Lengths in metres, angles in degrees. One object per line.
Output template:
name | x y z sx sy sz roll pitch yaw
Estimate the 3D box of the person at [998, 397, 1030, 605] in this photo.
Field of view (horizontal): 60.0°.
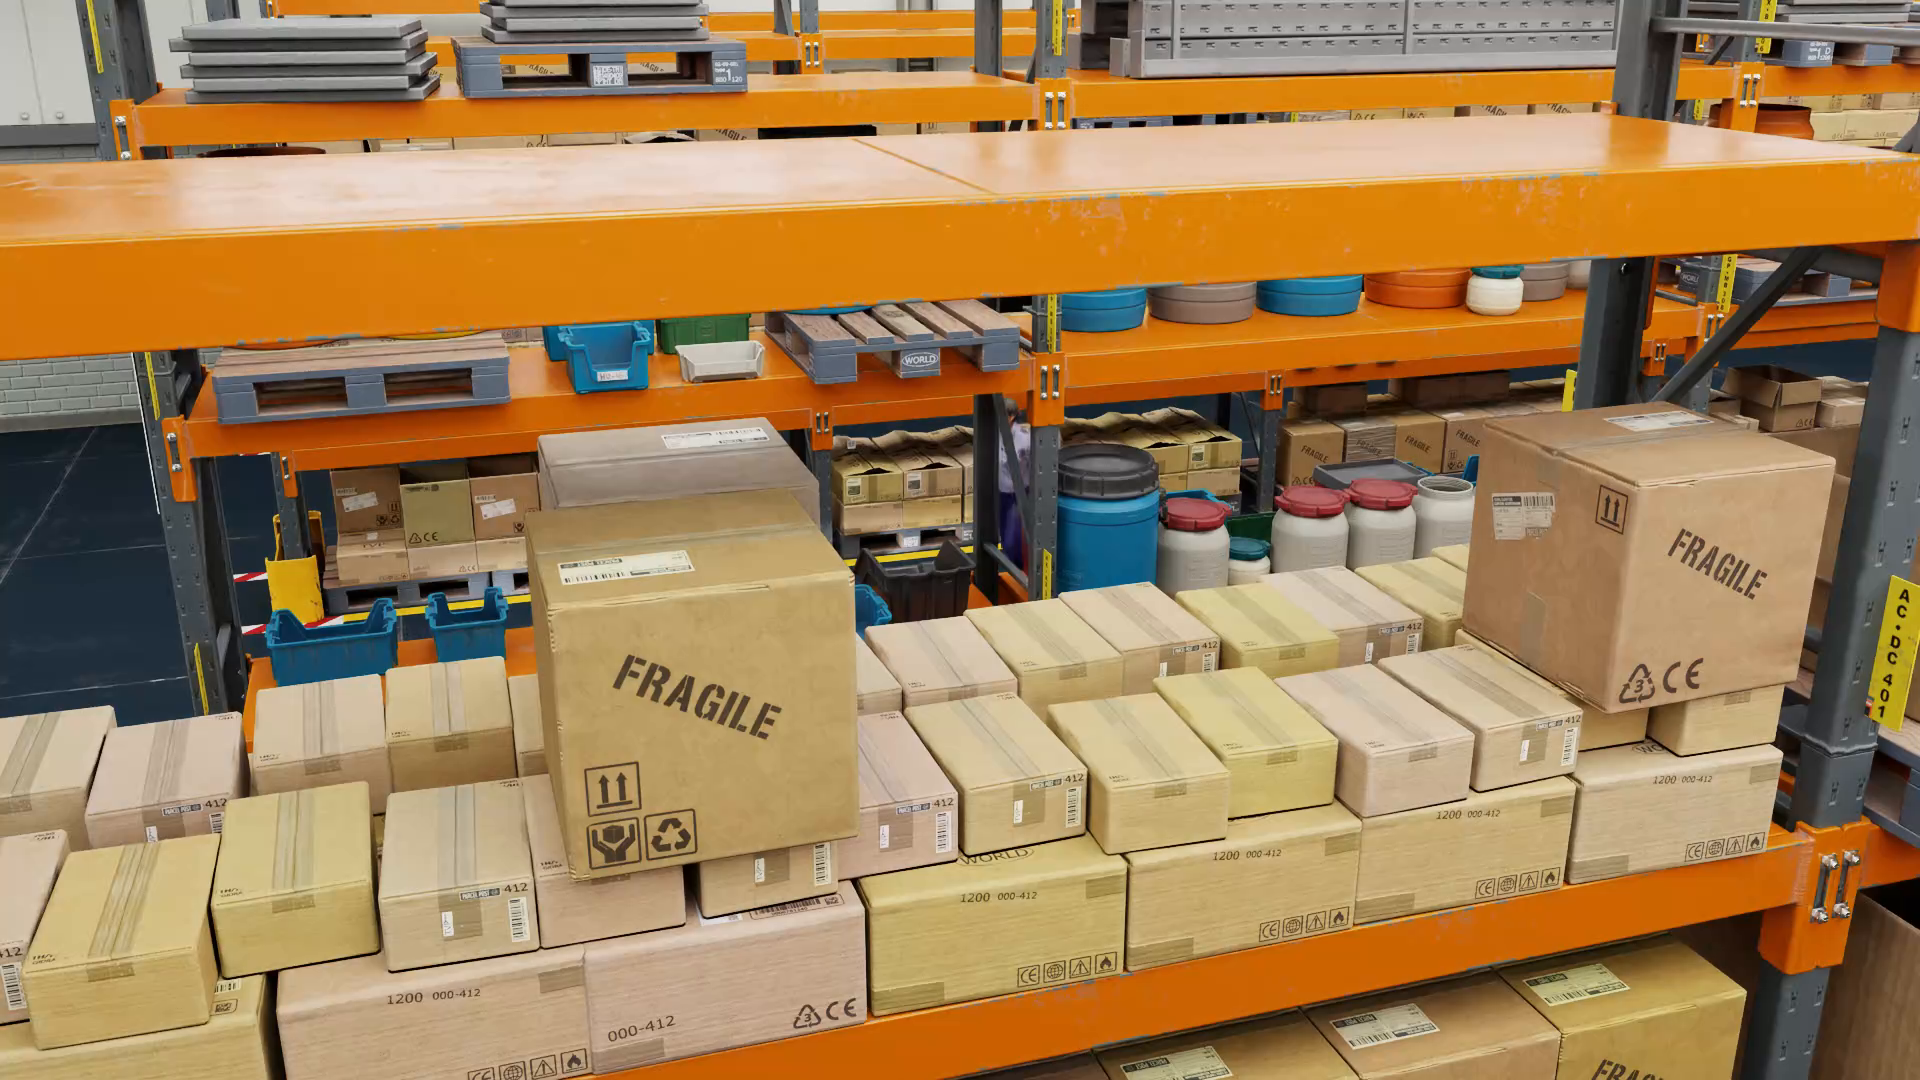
person | 0.409 -0.269 12.317 0.471 1.633 0.532 -16 25 -39
